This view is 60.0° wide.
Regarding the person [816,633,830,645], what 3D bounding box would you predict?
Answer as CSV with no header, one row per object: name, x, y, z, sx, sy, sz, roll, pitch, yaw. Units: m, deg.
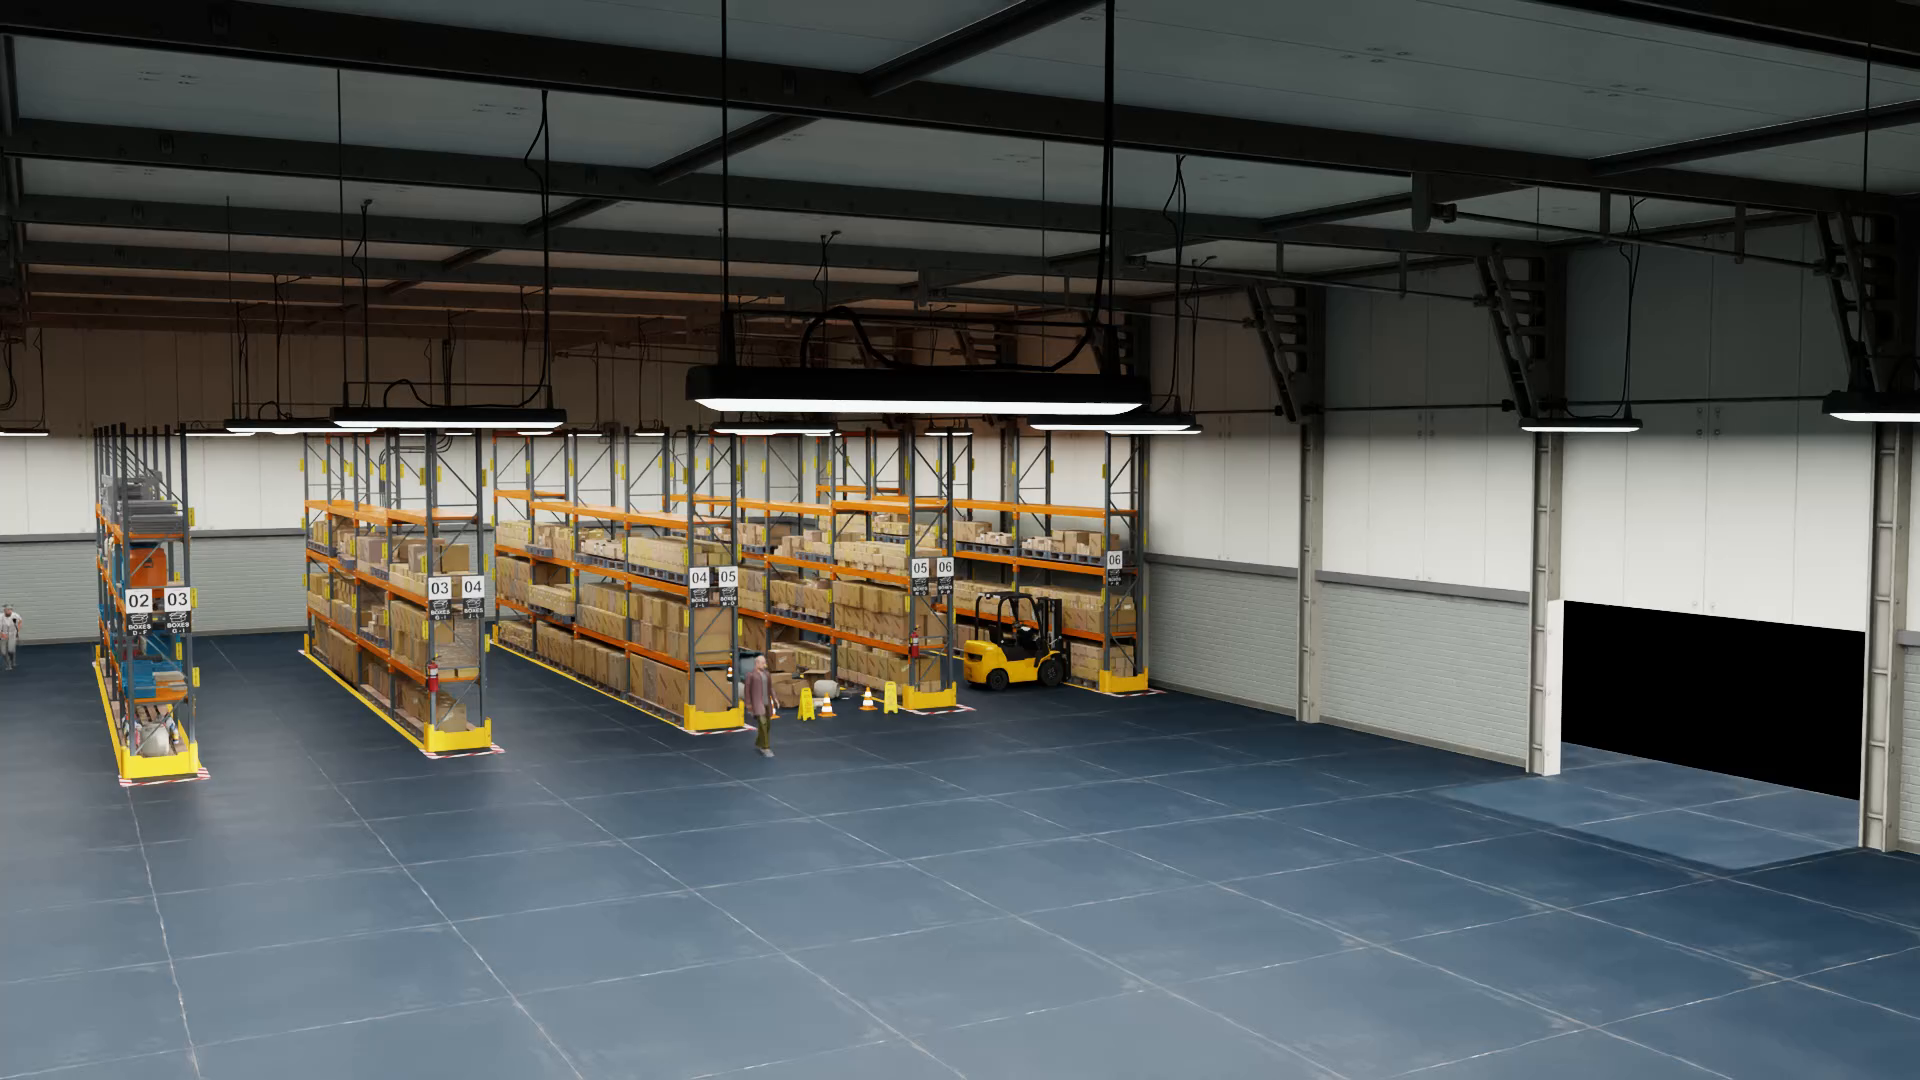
person,-3.750,2.132,46.191,0.452,1.621,0.428,-2,4,-31

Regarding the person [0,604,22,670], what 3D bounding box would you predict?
person,-23.607,2.393,41.211,0.603,1.679,0.734,-1,4,-20

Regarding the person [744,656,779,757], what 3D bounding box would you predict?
person,-3.537,3.023,30.295,0.775,1.794,0.595,3,5,40
